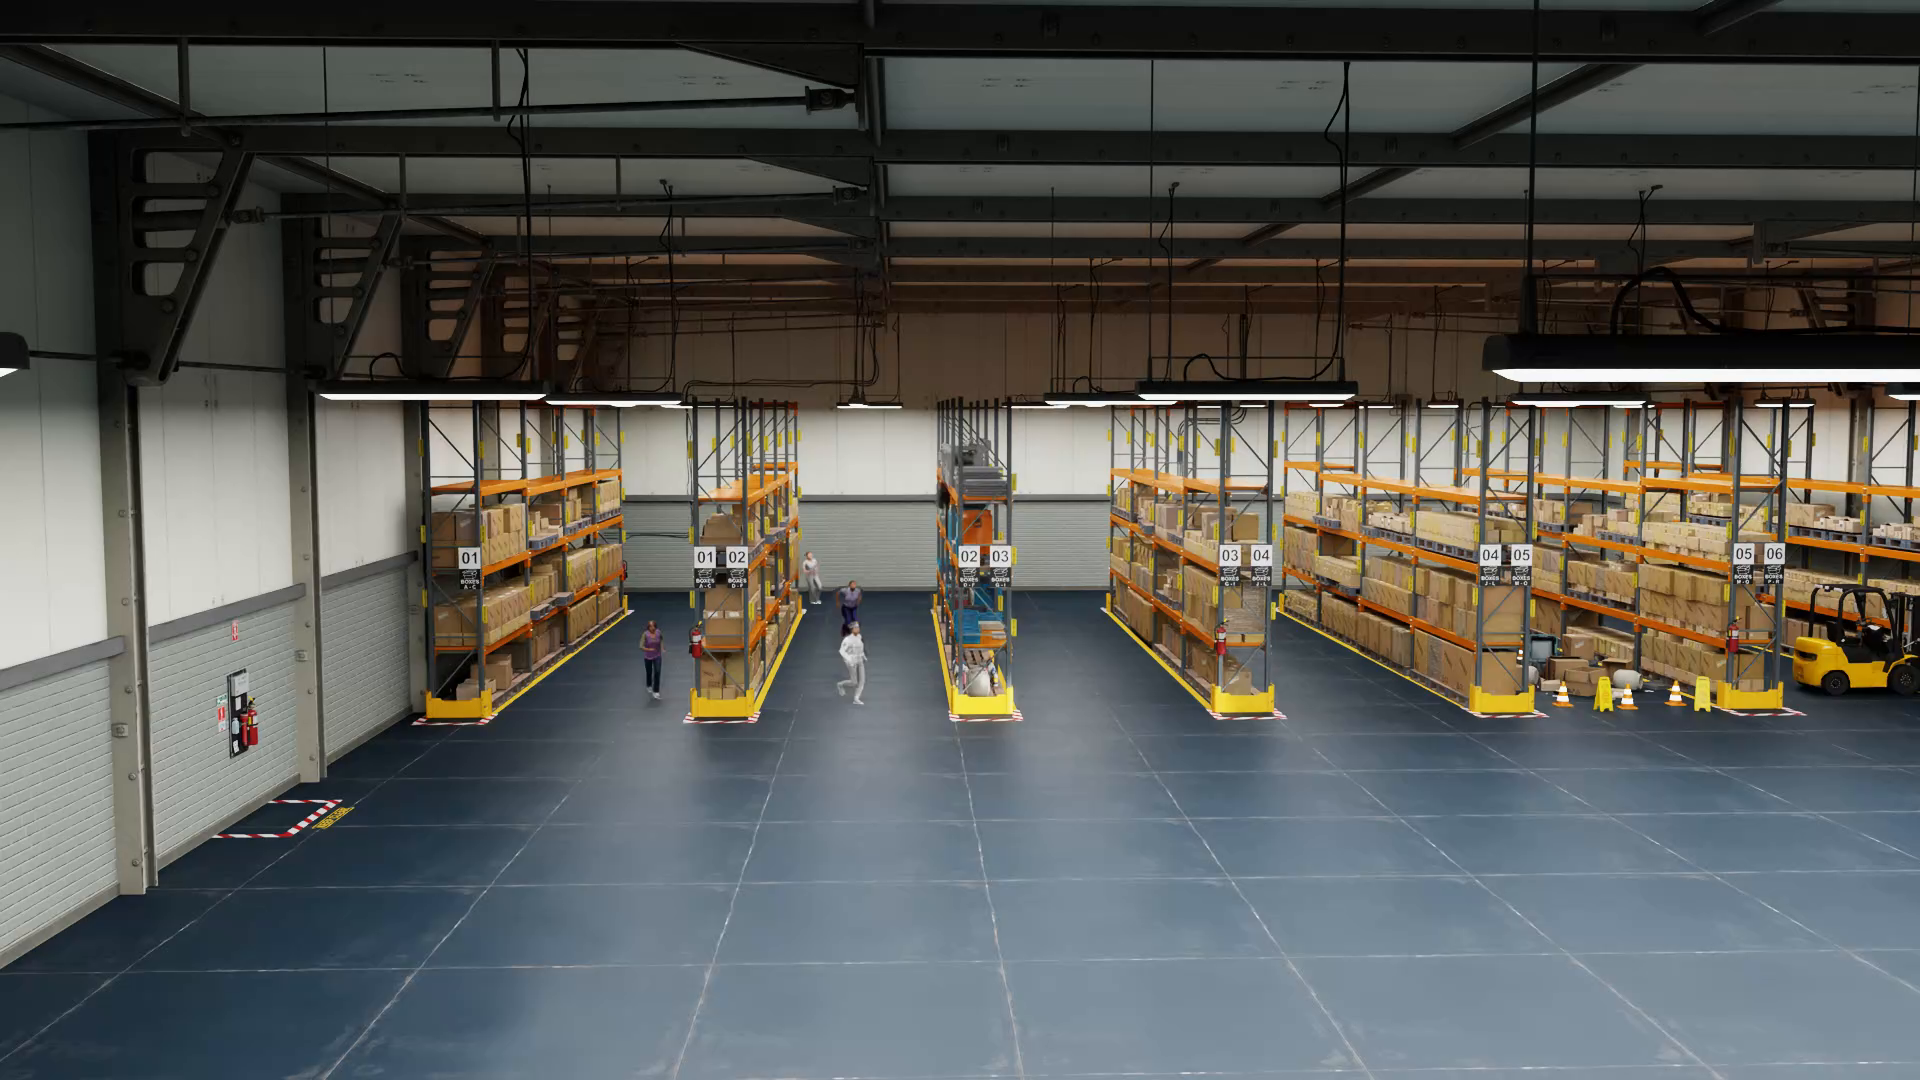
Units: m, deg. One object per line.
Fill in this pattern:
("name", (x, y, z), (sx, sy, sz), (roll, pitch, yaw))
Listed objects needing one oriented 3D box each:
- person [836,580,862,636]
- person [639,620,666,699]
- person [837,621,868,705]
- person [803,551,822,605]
("person", (-2.681, 1.673, 40.555), (0.597, 1.425, 0.667), (-2, 5, -26))
("person", (-6.168, 2.380, 33.328), (0.524, 1.534, 0.901), (-1, 5, -14))
("person", (-2.108, 2.392, 32.569), (0.659, 1.651, 0.629), (4, 6, 43))
("person", (-4.375, 1.128, 49.109), (0.611, 1.620, 0.684), (-3, 5, -32))
